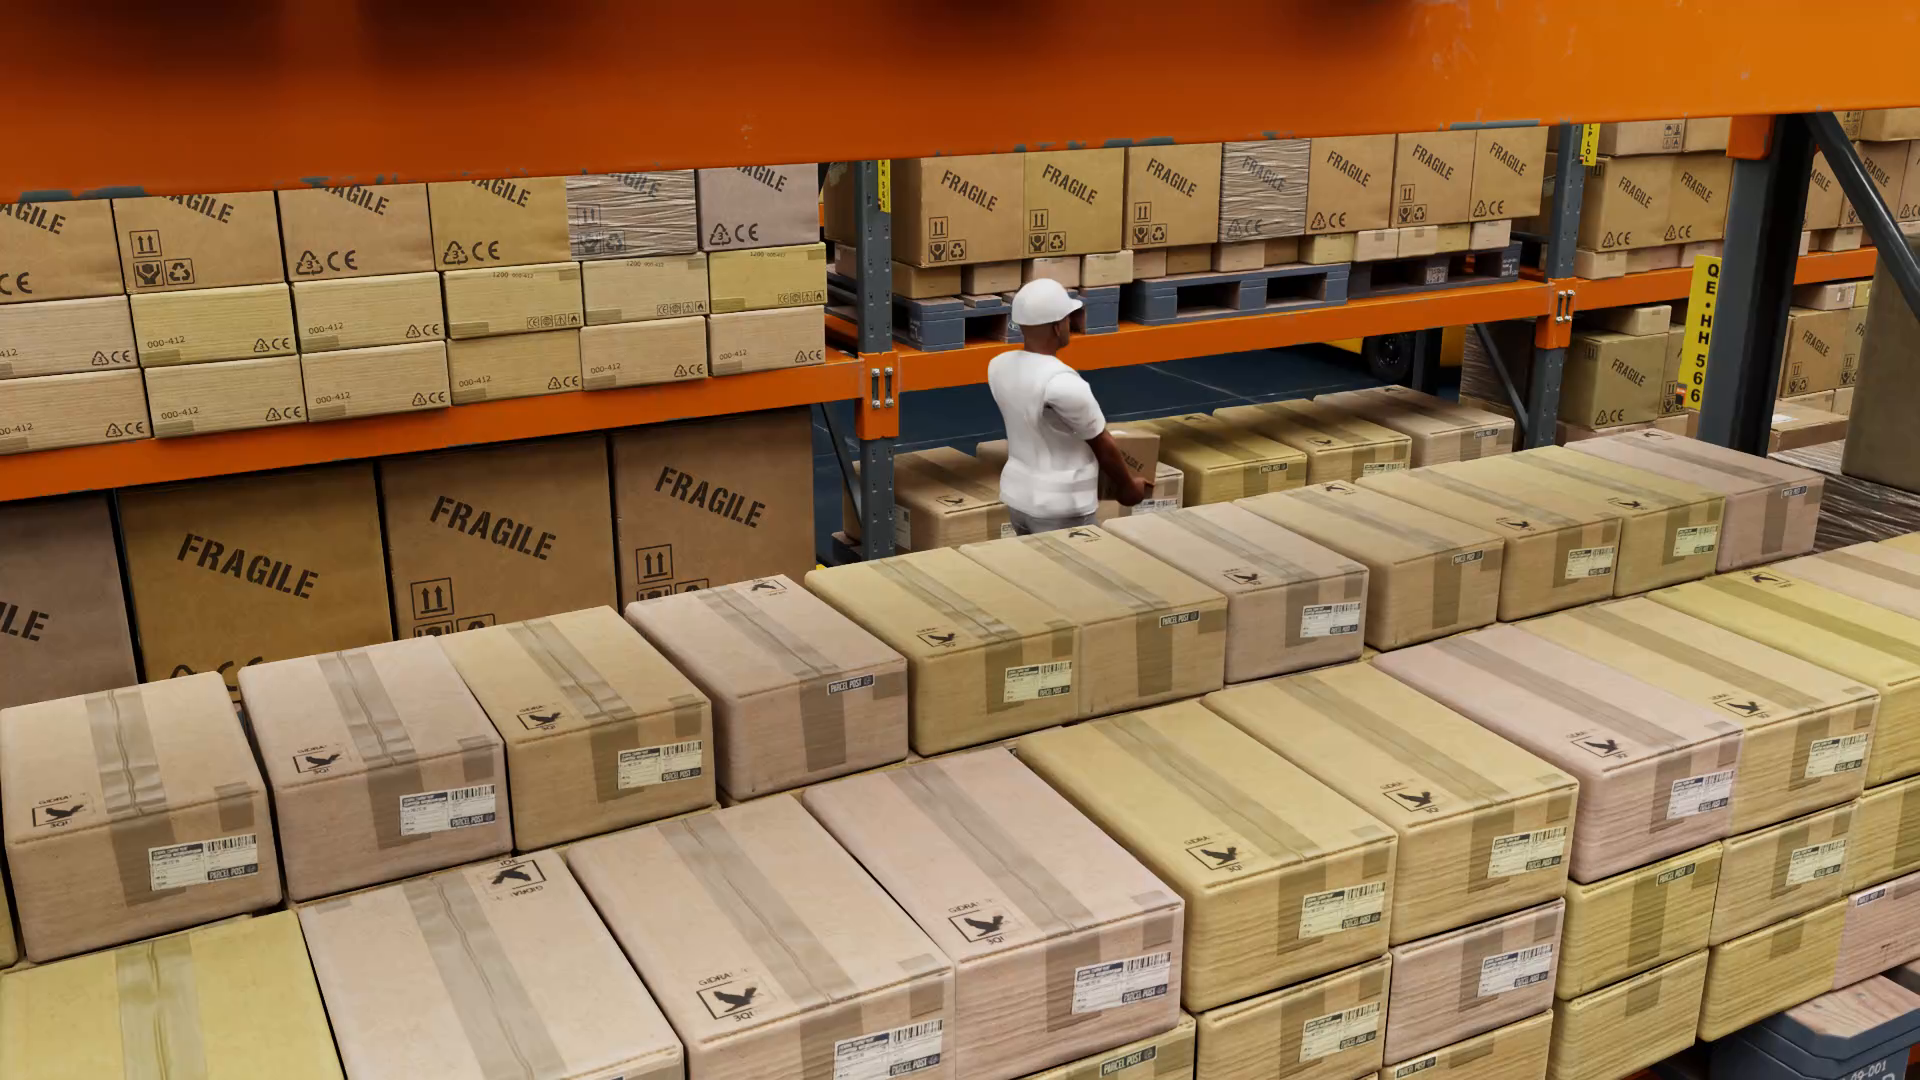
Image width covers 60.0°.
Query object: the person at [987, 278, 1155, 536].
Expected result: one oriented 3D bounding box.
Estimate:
[{"bbox_3d":[0.434,-0.147,6.469,0.578,1.761,0.504,-10,21,-29],"label":"person"}]
